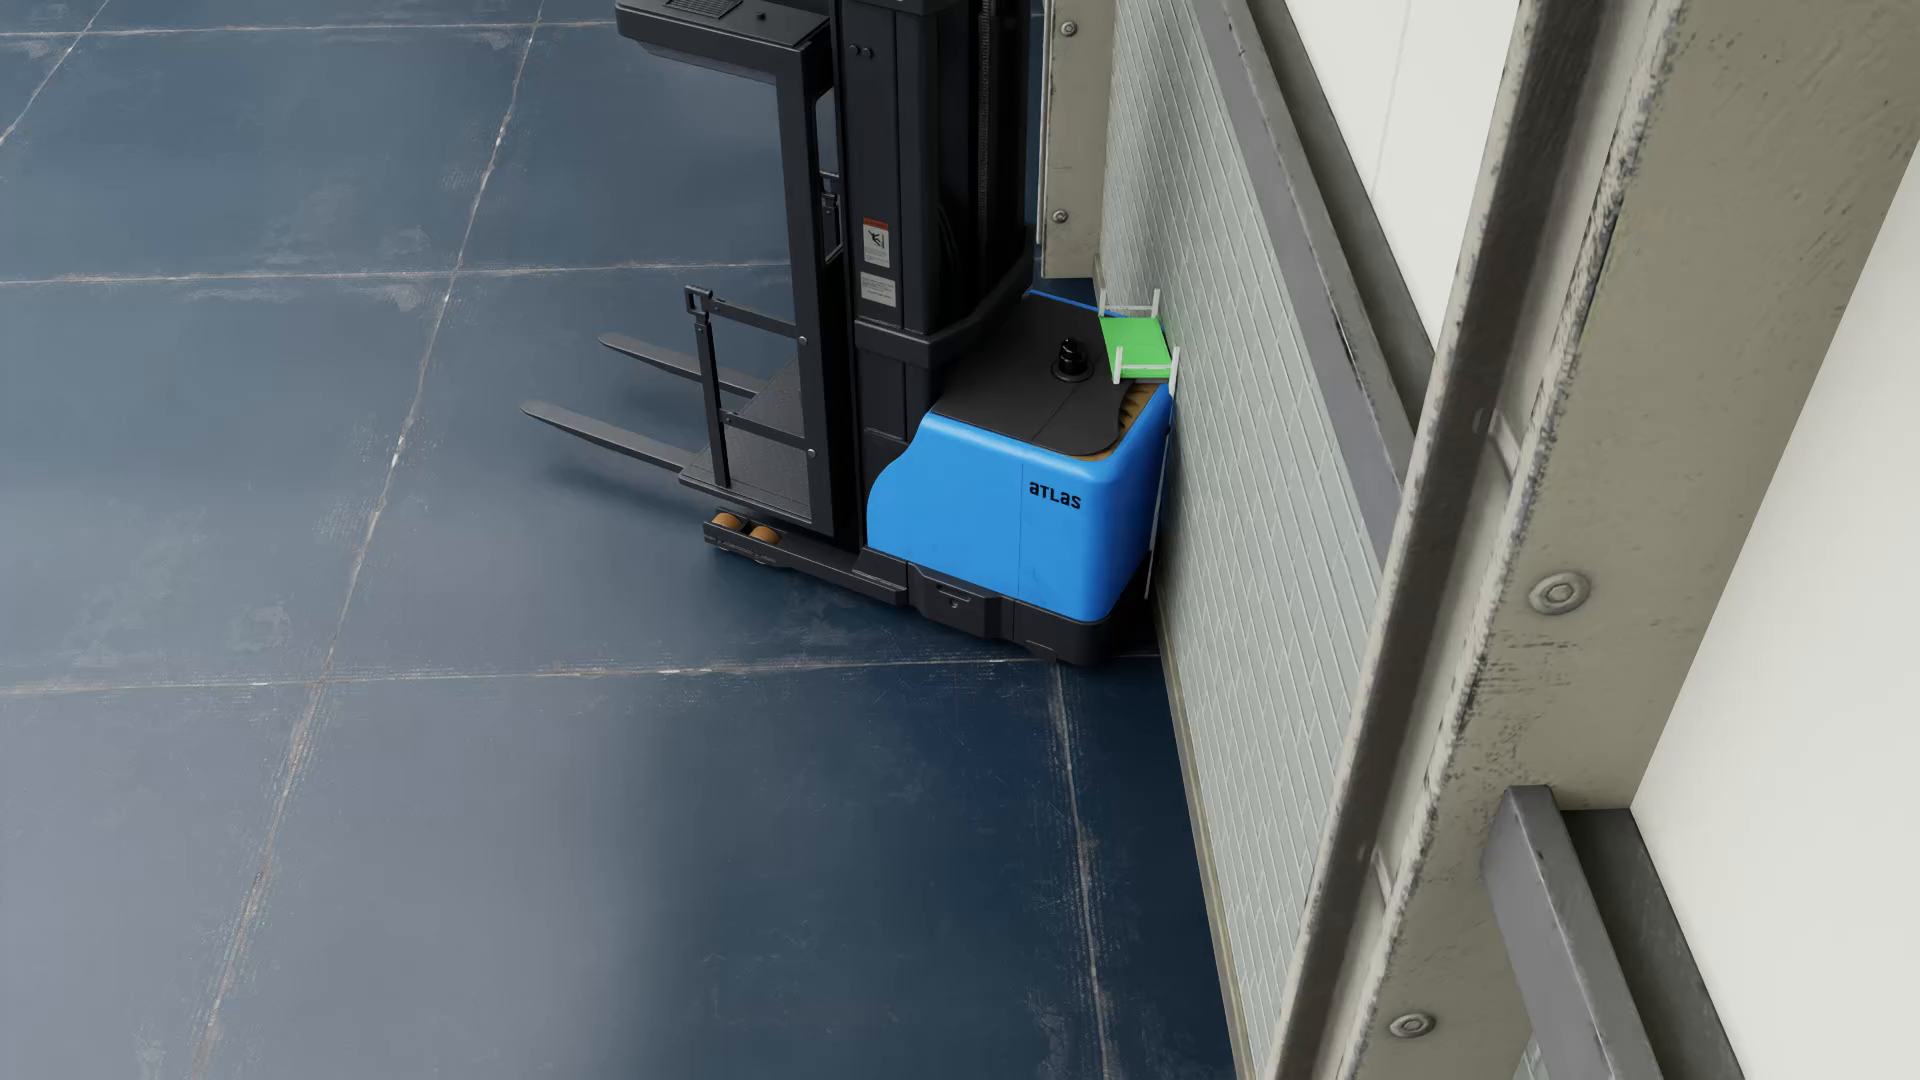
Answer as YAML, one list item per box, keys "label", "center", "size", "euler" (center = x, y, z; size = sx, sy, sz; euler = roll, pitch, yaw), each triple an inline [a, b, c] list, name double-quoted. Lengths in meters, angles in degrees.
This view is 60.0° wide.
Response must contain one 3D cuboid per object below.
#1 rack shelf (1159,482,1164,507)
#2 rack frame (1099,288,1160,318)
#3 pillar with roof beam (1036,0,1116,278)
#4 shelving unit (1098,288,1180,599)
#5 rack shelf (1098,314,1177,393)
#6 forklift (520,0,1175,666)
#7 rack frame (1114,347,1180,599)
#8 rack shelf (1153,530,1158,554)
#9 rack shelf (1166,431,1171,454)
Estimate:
- label: "rack shelf"
  center: [0.680, -0.333, 6.924]
  size: [0.258, 0.148, 0.480]
  euler: [0, 35, -4]
- label: "rack frame"
  center: [0.669, -0.526, 7.085]
  size: [0.240, 1.200, 0.015]
  euler: [0, 35, -4]
- label: "pillar with roof beam"
  center: [-3.715, -4.738, 5.909]
  size: [9.100, 9.000, 0.400]
  euler: [-2, 43, -2]
- label: "shelving unit"
  center: [0.682, -0.385, 6.887]
  size: [0.258, 1.200, 0.503]
  euler: [0, 35, -4]
- label: "rack shelf"
  center: [0.698, -0.724, 6.646]
  size: [0.258, 0.148, 0.480]
  euler: [0, 35, -4]
- label: "forklift"
  center: [-0.555, -1.272, 6.618]
  size: [3.031, 2.935, 1.130]
  euler: [19, 46, 20]
- label: "rack frame"
  center: [0.696, -0.244, 6.688]
  size: [0.240, 1.200, 0.015]
  euler: [0, 35, -4]
- label: "rack shelf"
  center: [0.671, -0.137, 7.062]
  size: [0.258, 0.148, 0.480]
  euler: [0, 35, -4]
- label: "rack shelf"
  center: [0.689, -0.529, 6.785]
  size: [0.258, 0.148, 0.480]
  euler: [0, 35, -4]
